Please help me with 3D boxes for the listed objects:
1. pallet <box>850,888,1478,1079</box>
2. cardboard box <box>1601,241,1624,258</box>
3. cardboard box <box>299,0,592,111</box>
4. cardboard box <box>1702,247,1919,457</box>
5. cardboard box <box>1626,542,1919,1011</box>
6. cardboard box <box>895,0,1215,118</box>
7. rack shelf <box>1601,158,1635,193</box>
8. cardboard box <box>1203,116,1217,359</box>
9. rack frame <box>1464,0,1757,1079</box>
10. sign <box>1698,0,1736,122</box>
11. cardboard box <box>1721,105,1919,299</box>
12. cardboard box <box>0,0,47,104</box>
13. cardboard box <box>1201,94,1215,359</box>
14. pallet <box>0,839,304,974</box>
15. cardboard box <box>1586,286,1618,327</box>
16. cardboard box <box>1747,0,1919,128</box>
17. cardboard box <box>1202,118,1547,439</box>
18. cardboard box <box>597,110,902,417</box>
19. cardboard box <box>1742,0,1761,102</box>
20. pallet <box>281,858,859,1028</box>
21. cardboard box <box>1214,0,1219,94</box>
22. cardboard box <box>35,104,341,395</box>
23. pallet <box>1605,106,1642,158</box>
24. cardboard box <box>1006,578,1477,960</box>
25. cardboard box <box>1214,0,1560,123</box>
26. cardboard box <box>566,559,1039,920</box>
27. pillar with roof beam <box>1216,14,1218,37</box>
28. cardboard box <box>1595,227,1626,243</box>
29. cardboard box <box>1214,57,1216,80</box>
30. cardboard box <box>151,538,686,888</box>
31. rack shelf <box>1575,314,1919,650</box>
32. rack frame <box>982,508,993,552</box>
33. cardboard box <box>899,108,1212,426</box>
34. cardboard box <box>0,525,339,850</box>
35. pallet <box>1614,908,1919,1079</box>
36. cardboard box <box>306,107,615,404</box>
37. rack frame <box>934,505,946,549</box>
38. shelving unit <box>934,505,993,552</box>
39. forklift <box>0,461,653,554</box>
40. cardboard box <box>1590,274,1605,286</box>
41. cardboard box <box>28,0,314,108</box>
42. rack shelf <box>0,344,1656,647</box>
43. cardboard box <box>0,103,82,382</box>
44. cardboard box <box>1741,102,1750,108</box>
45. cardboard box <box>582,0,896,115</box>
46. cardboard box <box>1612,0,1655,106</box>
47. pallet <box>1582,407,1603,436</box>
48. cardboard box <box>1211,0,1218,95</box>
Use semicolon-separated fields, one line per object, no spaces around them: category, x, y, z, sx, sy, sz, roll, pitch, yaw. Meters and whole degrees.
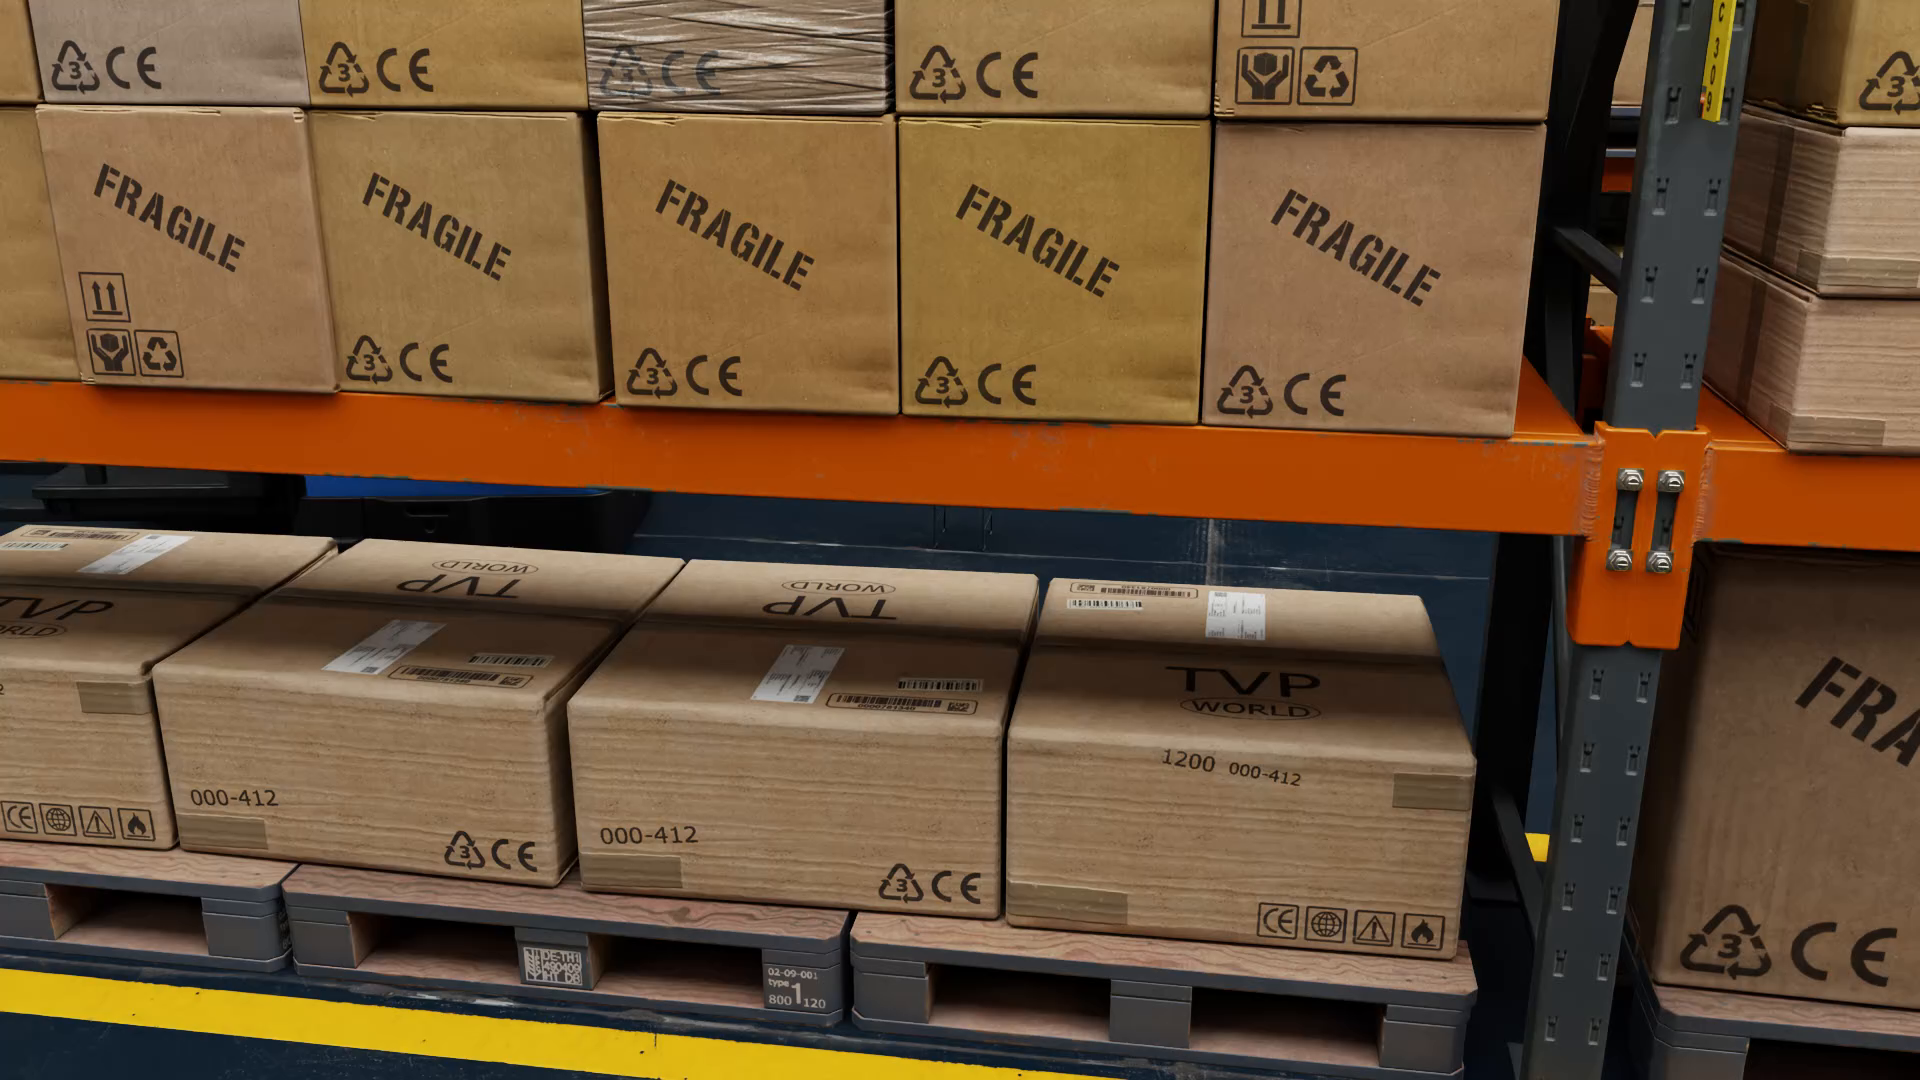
pallet;0.450;0.761;3.697;1.213;0.211;1.003;3;19;9
cardboard box;3.098;-1.266;7.614;0.250;0.149;0.380;3;19;8
cardboard box;-0.818;-1.036;2.940;0.500;0.500;0.500;3;19;9
cardboard box;1.581;-0.323;2.778;0.500;0.250;0.500;2;19;7
cardboard box;1.814;0.316;3.319;0.875;0.875;0.875;4;19;10
cardboard box;0.179;-0.986;2.789;0.500;0.500;0.500;3;19;8
rack shelf;3.947;-1.612;7.529;4.000;0.370;1.077;3;19;9
cardboard box;0.767;-0.652;3.367;0.500;0.500;0.500;4;19;10
rack frame;1.189;-0.499;3.067;0.127;3.000;1.000;3;19;9
sign;1.102;-0.773;2.397;0.005;0.325;0.100;3;19;9
cardboard box;1.578;-0.554;2.681;0.500;0.250;0.500;2;19;7
cardboard box;-1.821;-1.085;3.084;0.500;0.500;0.500;2;19;7
cardboard box;0.271;-0.679;3.446;0.500;0.500;0.500;3;19;9
pallet;-1.959;0.638;4.064;1.213;0.211;1.003;3;19;9
cardboard box;2.942;-0.949;7.691;0.500;0.500;0.500;3;19;8
cardboard box;1.578;-0.908;2.557;0.500;0.500;0.500;3;19;9
cardboard box;0.690;-0.490;2.882;0.500;0.500;0.500;3;19;9
cardboard box;-0.317;-0.535;3.016;0.500;0.500;0.500;3;19;8
cardboard box;1.670;-1.077;3.060;0.500;0.500;0.500;4;19;10
pallet;-0.758;0.700;3.878;1.213;0.211;1.003;3;19;9
cardboard box;0.757;-1.120;3.191;0.500;0.500;0.500;3;19;9
cardboard box;-1.329;-0.586;3.169;0.500;0.500;0.500;3;19;8
pallet;2.744;-1.889;7.523;1.213;0.211;1.003;3;19;9
cardboard box;0.586;0.452;3.602;0.875;0.438;0.875;3;19;8
cardboard box;0.679;-0.958;2.705;0.500;0.500;0.500;3;19;8
cardboard box;-0.298;0.407;3.736;0.875;0.438;0.875;2;19;7
pillar with roof beam;0.745;-3.868;3.681;0.400;9.000;9.100;3;19;9
cardboard box;3.140;-1.422;8.080;0.250;0.149;0.380;2;19;6
cardboard box;0.934;-2.094;7.602;0.500;0.250;0.500;3;19;9
cardboard box;-1.188;0.361;3.873;0.875;0.438;0.875;3;19;10
rack shelf;3.163;-0.057;2.880;4.000;0.370;1.077;3;19;9
rack frame;0.105;-0.564;6.097;0.006;1.200;0.240;3;19;9
cardboard box;0.181;-0.514;2.954;0.500;0.500;0.500;2;19;7
cardboard box;-2.093;0.317;4.003;0.875;0.438;0.875;2;19;7
pallet;1.963;0.839;3.464;1.213;0.211;1.003;3;19;9
cardboard box;-0.832;-0.566;3.109;0.500;0.500;0.500;4;19;10
rack frame;-0.076;-0.573;6.124;0.006;1.200;0.240;3;19;9
shelving unit;0.014;-0.568;6.111;0.189;1.200;0.258;3;19;9
forklift;-2.731;-1.402;5.874;3.031;2.935;1.130;-1;19;-1
cardboard box;2.825;-1.275;7.642;0.250;0.149;0.380;2;19;6
cardboard box;-1.311;-1.061;3.014;0.500;0.500;0.500;3;19;8
rack shelf;-0.786;-0.258;3.482;4.000;0.370;1.077;3;19;9
cardboard box;-1.828;-0.617;3.262;0.500;0.500;0.500;3;19;8
cardboard box;1.663;-0.719;3.173;0.500;0.250;0.500;3;19;9
cardboard box;-0.325;-1.009;2.857;0.500;0.500;0.500;3;19;9
cardboard box;2.926;-2.180;7.273;0.500;0.500;0.700;3;19;9
pallet;2.781;-0.703;8.071;1.213;0.211;1.003;3;19;9
cardboard box;0.259;-1.148;3.273;0.500;0.500;0.500;3;19;8
